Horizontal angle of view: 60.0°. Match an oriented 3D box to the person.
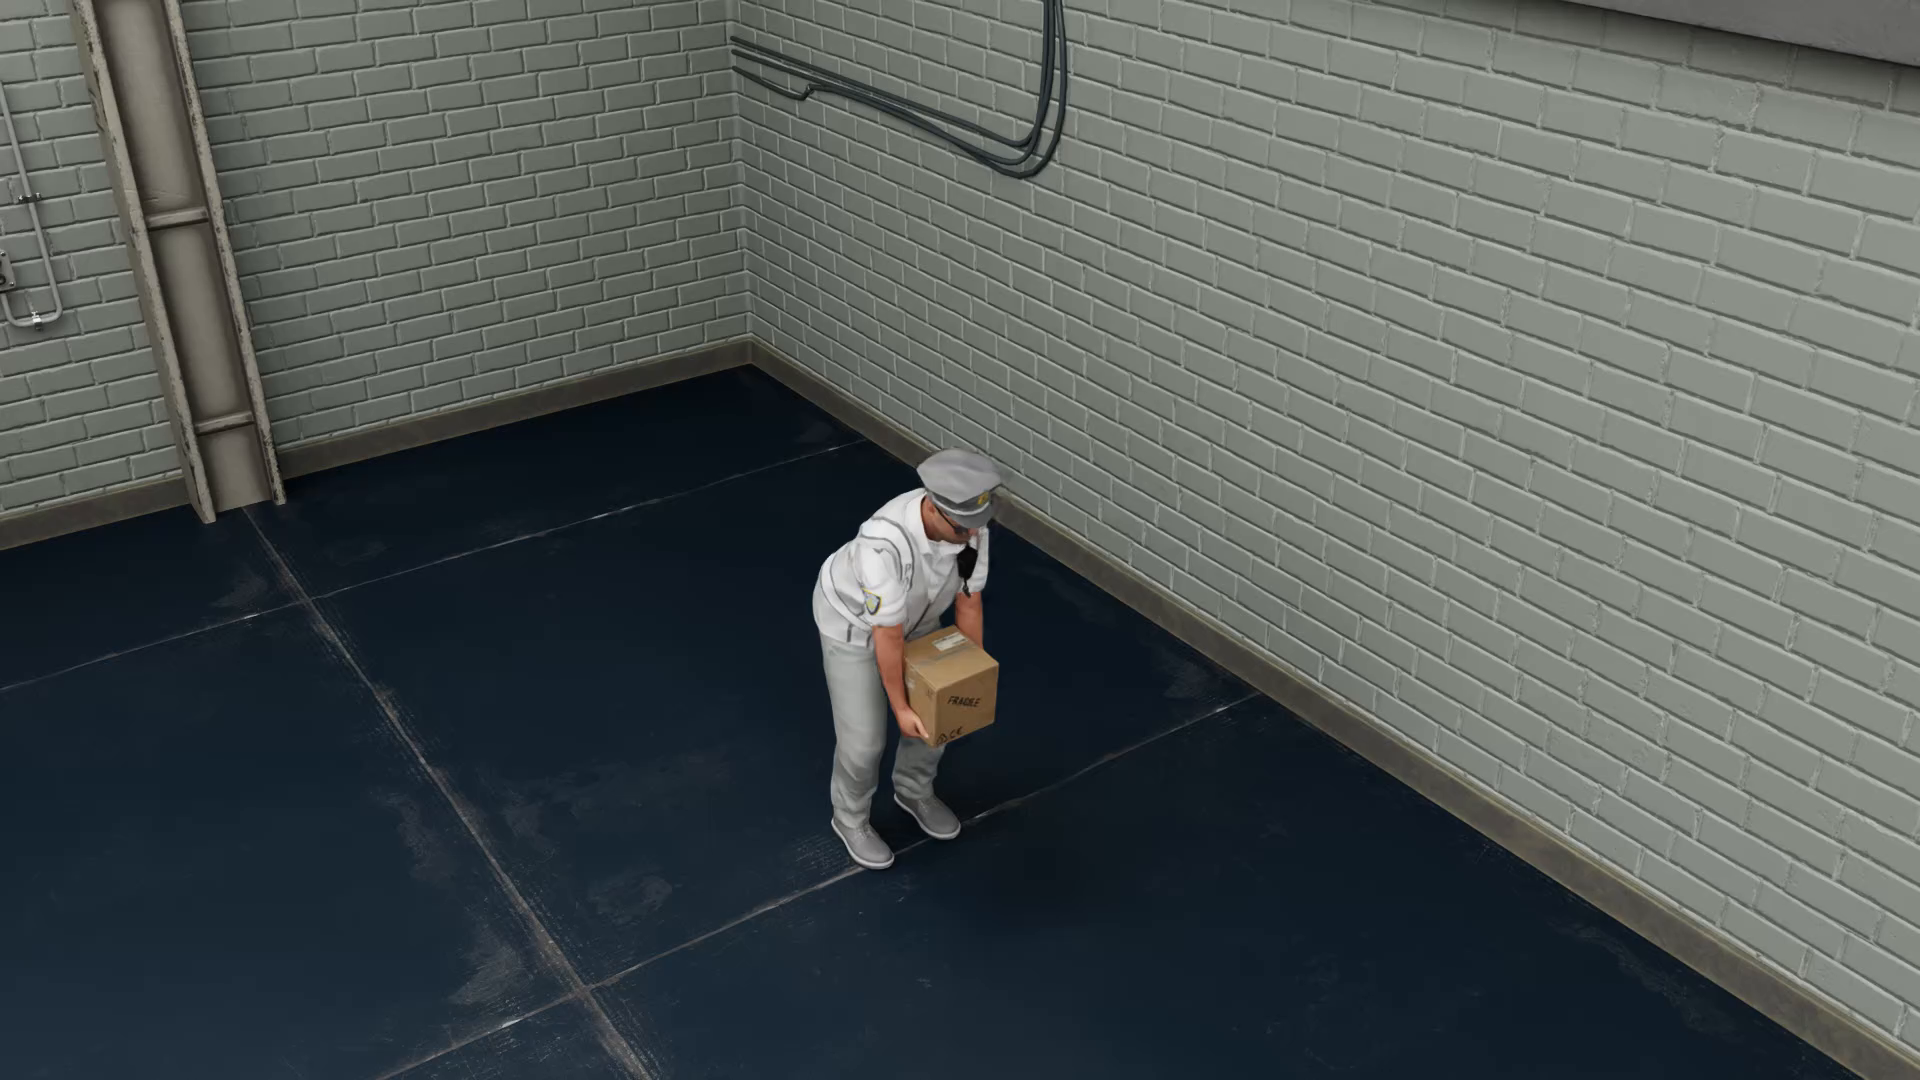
[{"bbox_3d":[-0.162,0.388,5.554,0.486,1.614,0.748,-19,34,-32],"label":"person"}]
